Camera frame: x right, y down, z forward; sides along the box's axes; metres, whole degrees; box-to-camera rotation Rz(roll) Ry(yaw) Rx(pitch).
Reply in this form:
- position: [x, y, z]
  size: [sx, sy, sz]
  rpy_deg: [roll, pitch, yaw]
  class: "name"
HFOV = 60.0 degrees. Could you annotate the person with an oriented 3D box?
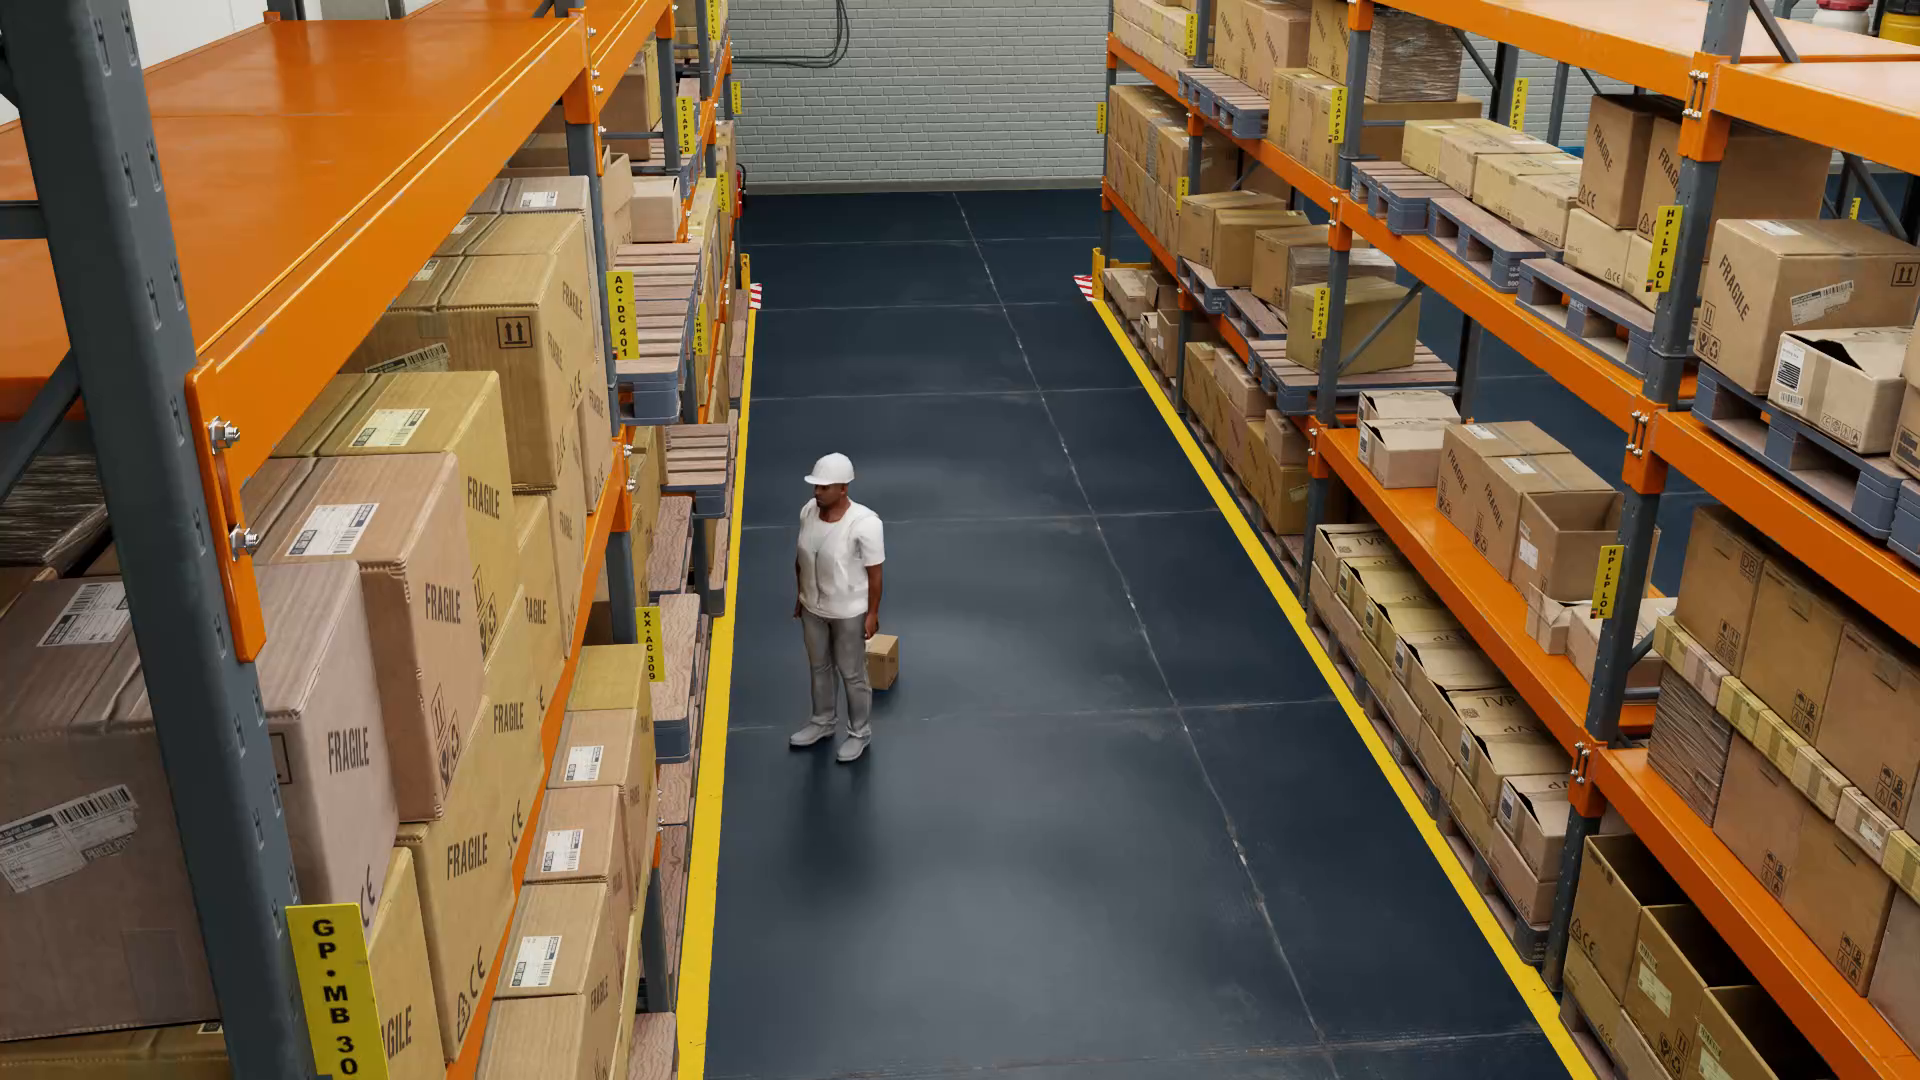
- position: [-0.700, 0.369, 9.219]
  size: [0.566, 1.771, 0.372]
  rpy_deg: [15, 28, 31]
  class: "person"
